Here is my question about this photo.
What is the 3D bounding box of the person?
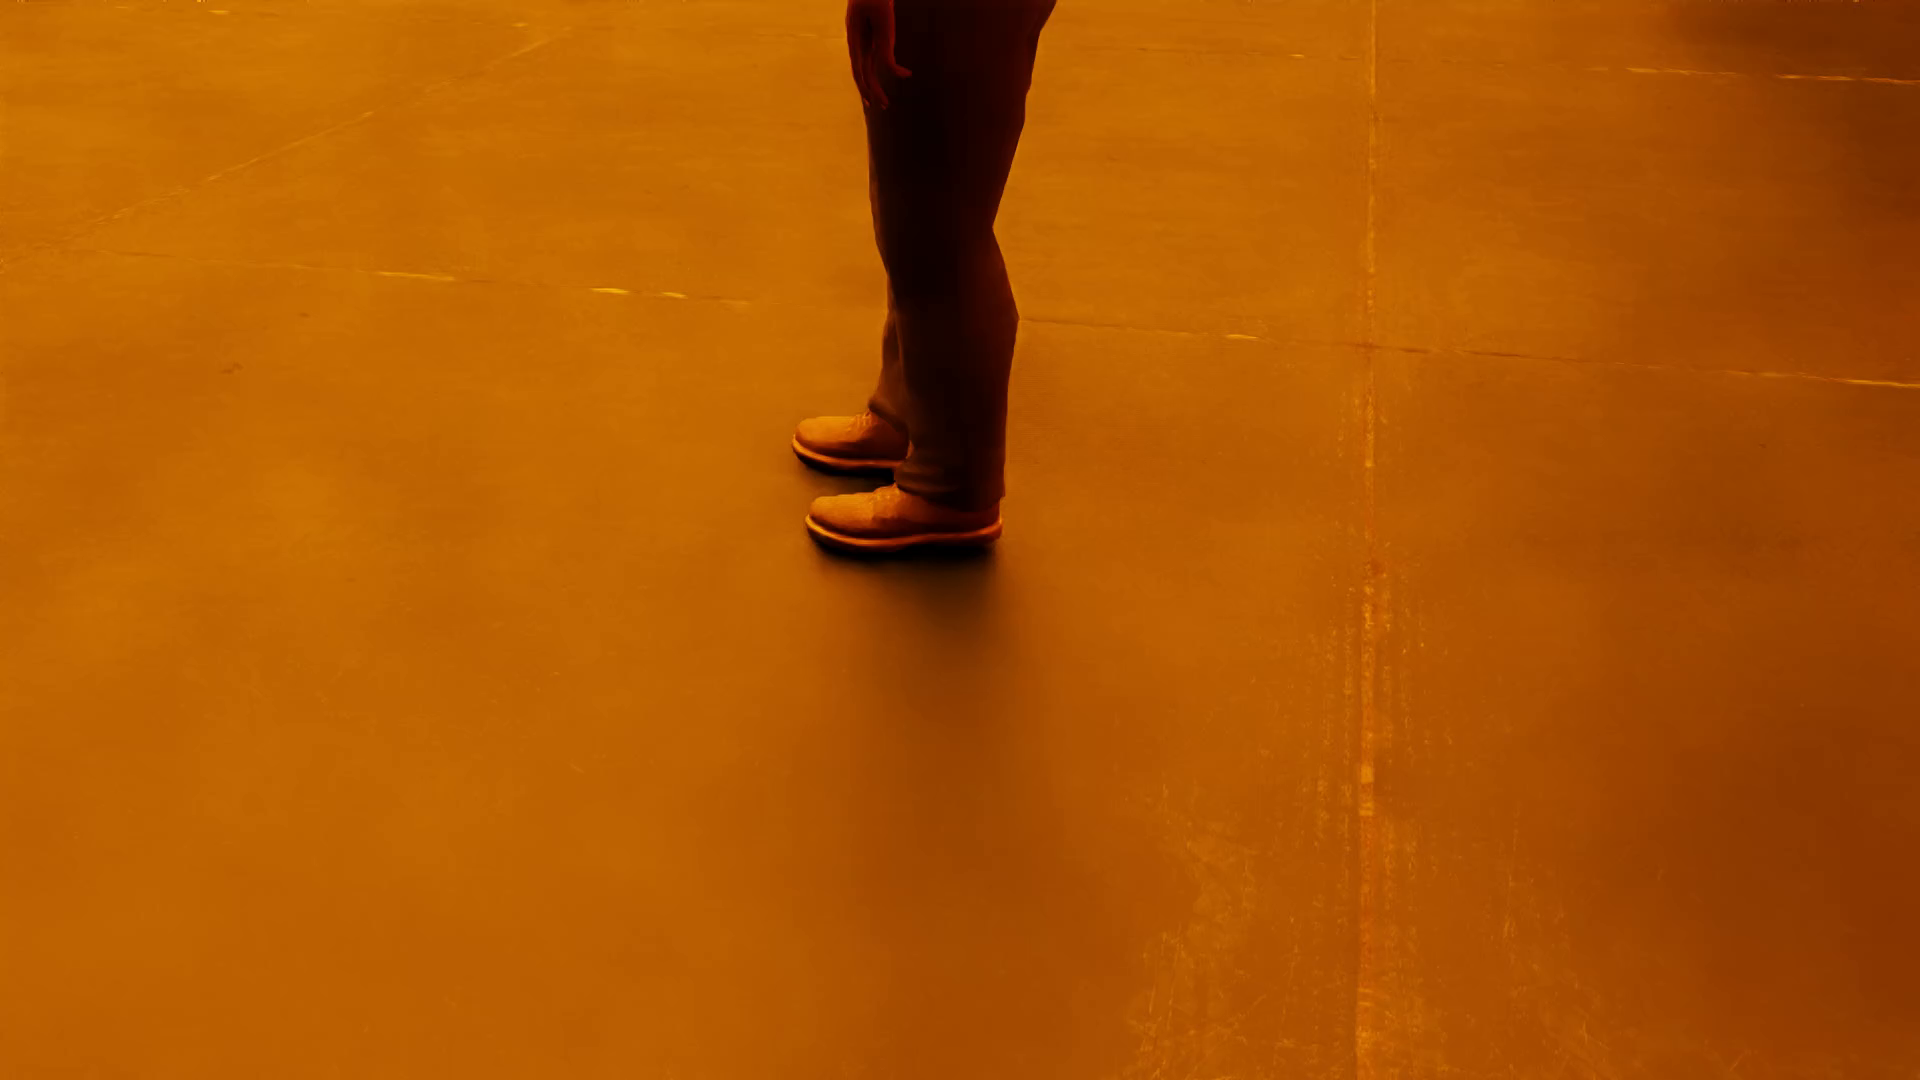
[{"bbox_3d":[-0.081,-0.757,2.161,0.503,1.642,0.570,6,27,11],"label":"person"}]
